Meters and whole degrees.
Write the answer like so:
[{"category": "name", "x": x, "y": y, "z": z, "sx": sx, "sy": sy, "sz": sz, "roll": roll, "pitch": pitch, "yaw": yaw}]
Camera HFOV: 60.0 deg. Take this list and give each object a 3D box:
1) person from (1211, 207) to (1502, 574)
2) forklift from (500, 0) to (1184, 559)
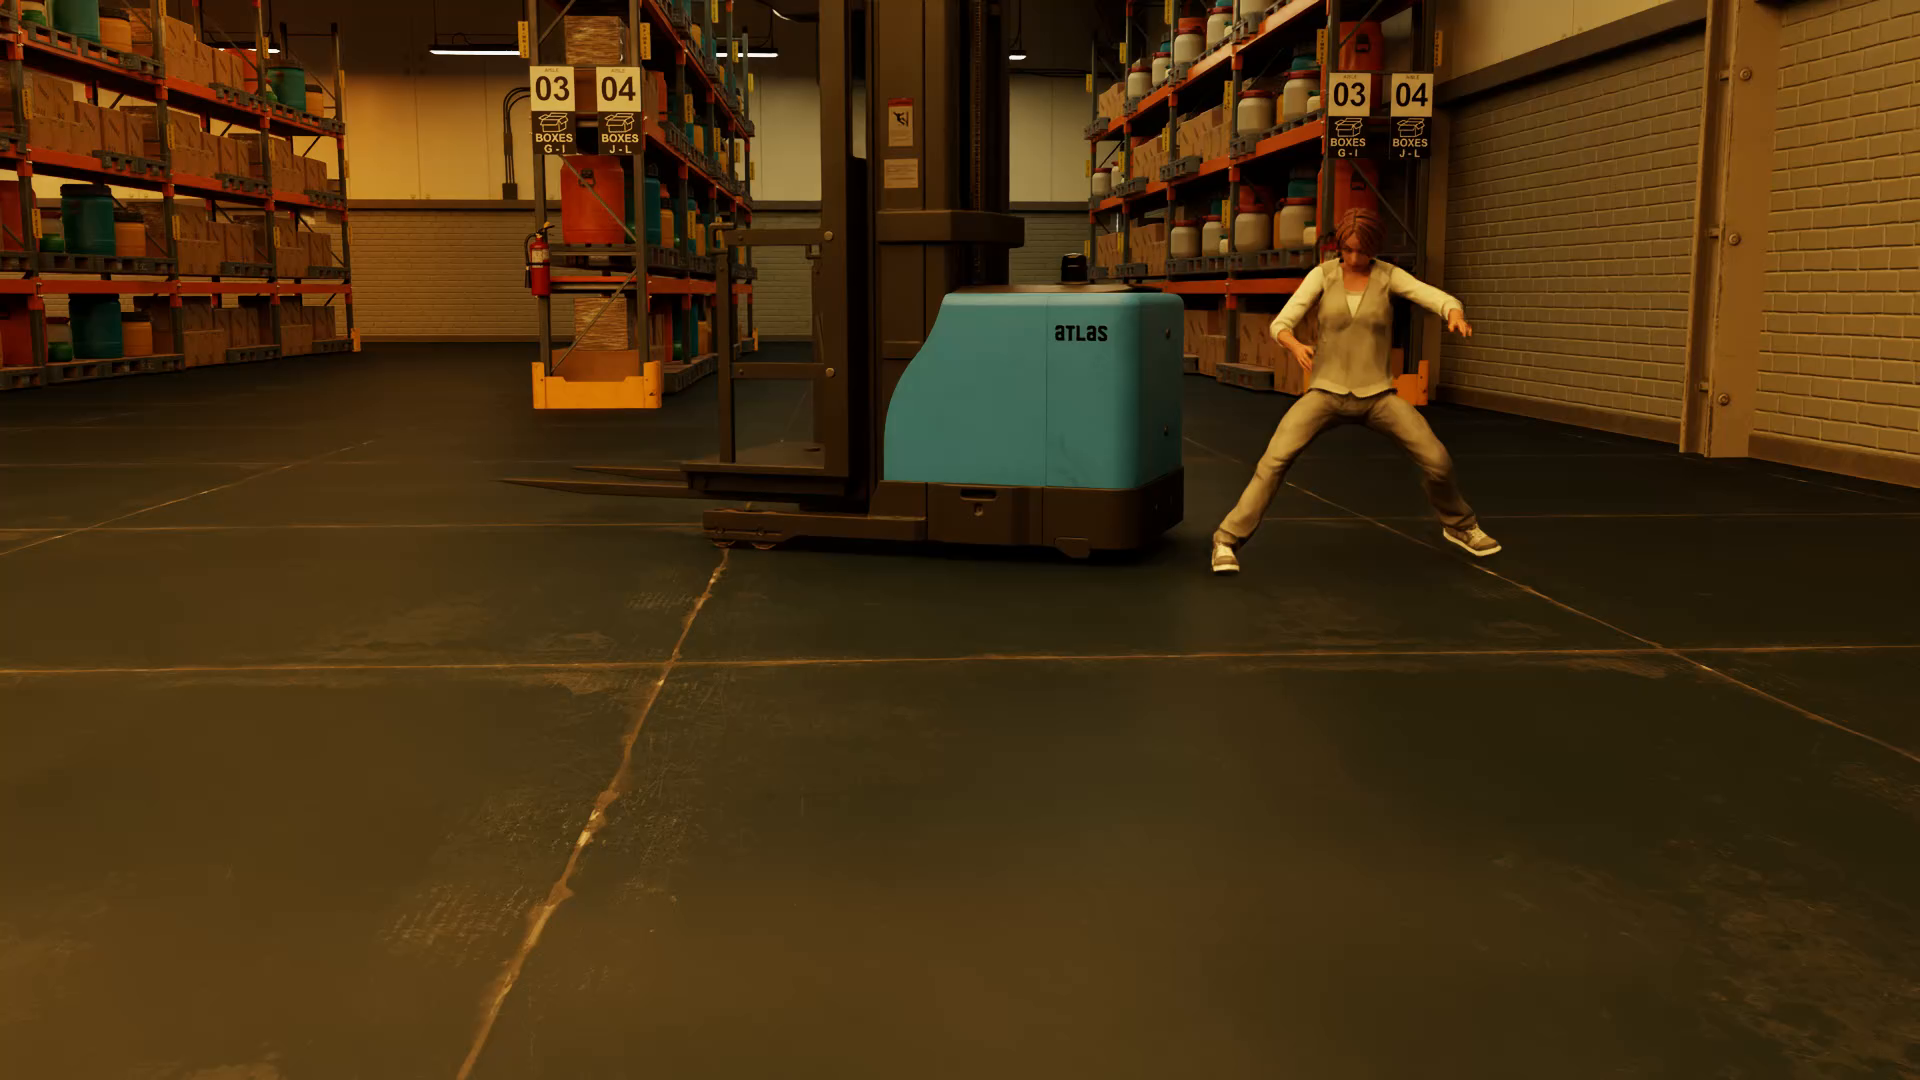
[{"category": "person", "x": 1.583, "y": -0.583, "z": 6.512, "sx": 1.132, "sy": 1.386, "sz": 0.778, "roll": 2, "pitch": 9, "yaw": 13}, {"category": "forklift", "x": -0.578, "y": -1.479, "z": 7.289, "sx": 3.031, "sy": 2.935, "sz": 1.130, "roll": 3, "pitch": 9, "yaw": 19}]
